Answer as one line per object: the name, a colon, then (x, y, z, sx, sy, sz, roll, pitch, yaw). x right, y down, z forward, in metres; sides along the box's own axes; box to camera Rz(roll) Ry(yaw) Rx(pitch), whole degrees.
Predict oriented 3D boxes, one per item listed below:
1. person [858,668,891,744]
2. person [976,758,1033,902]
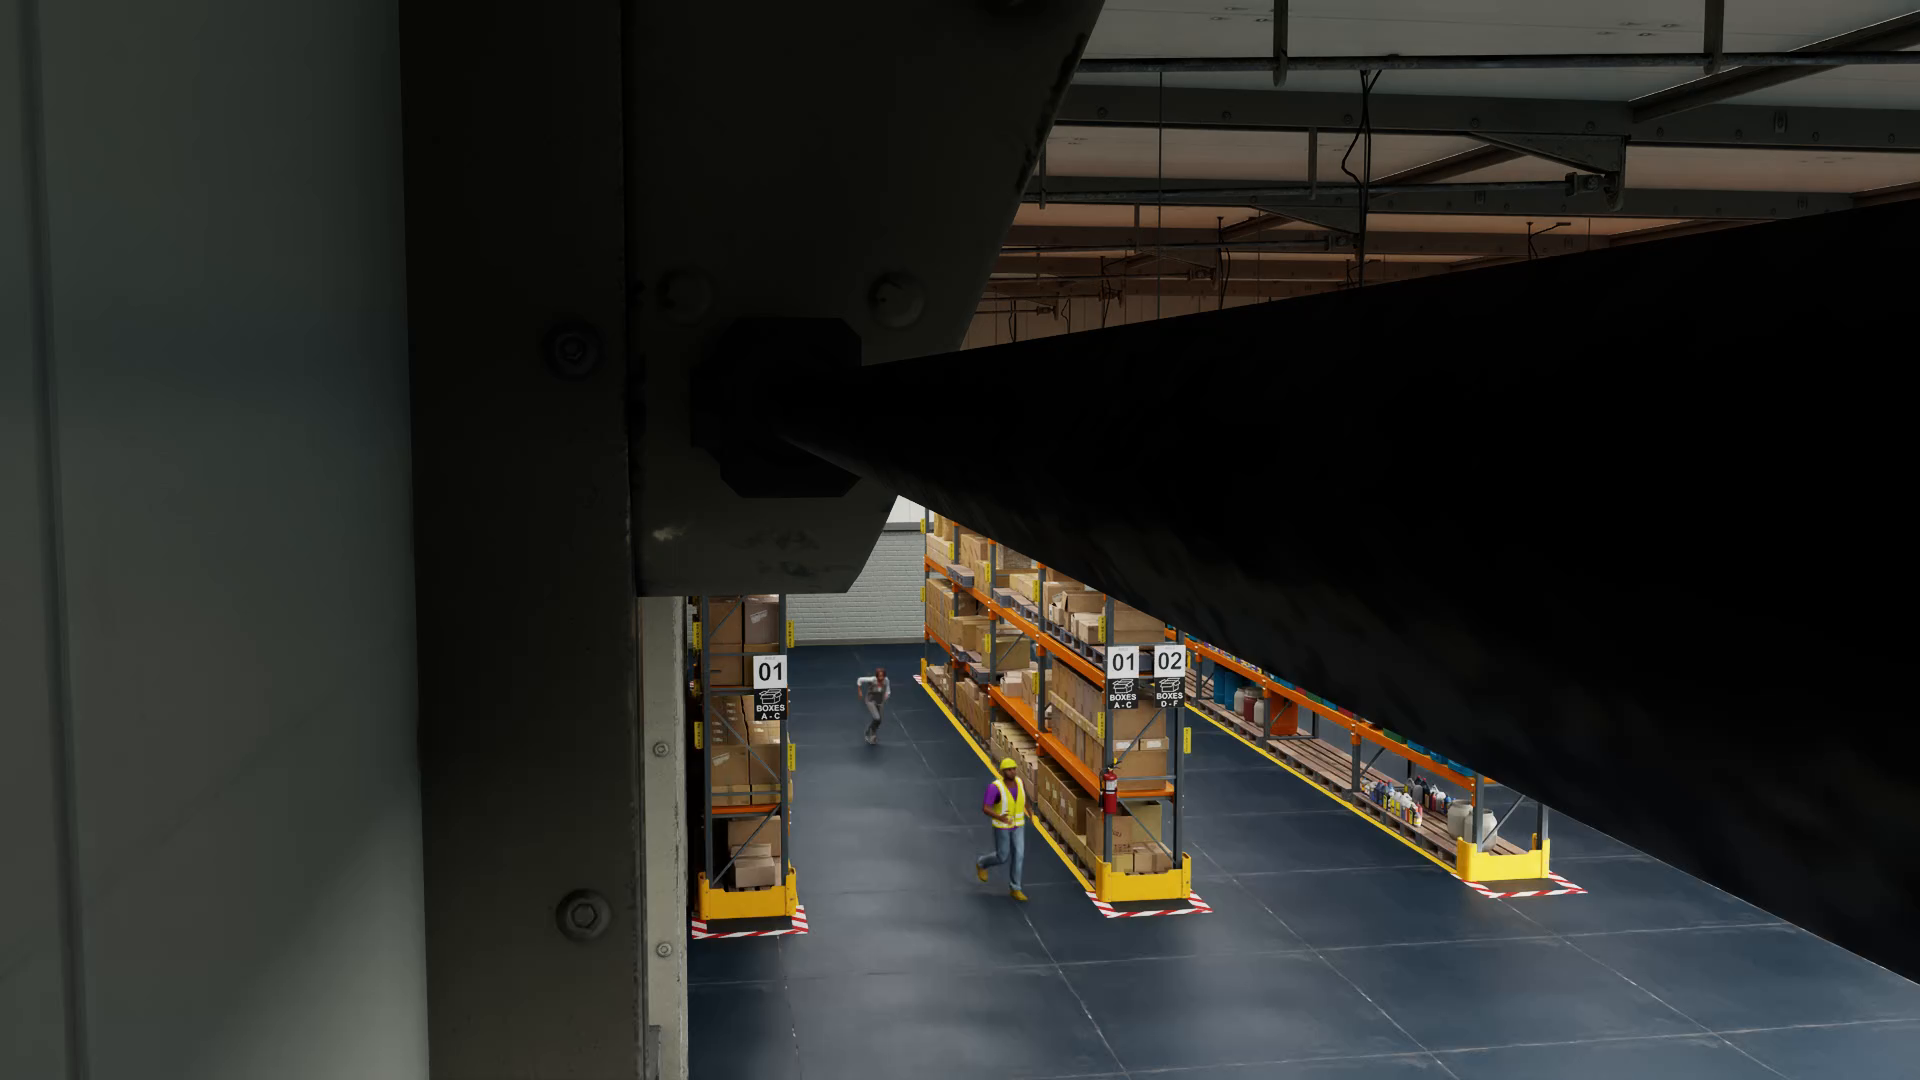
person: (-1.549, 2.974, 29.869, 0.568, 1.434, 0.867, -2, 5, -23)
person: (0.580, 3.616, 21.028, 0.694, 1.763, 0.887, -3, 6, -31)
